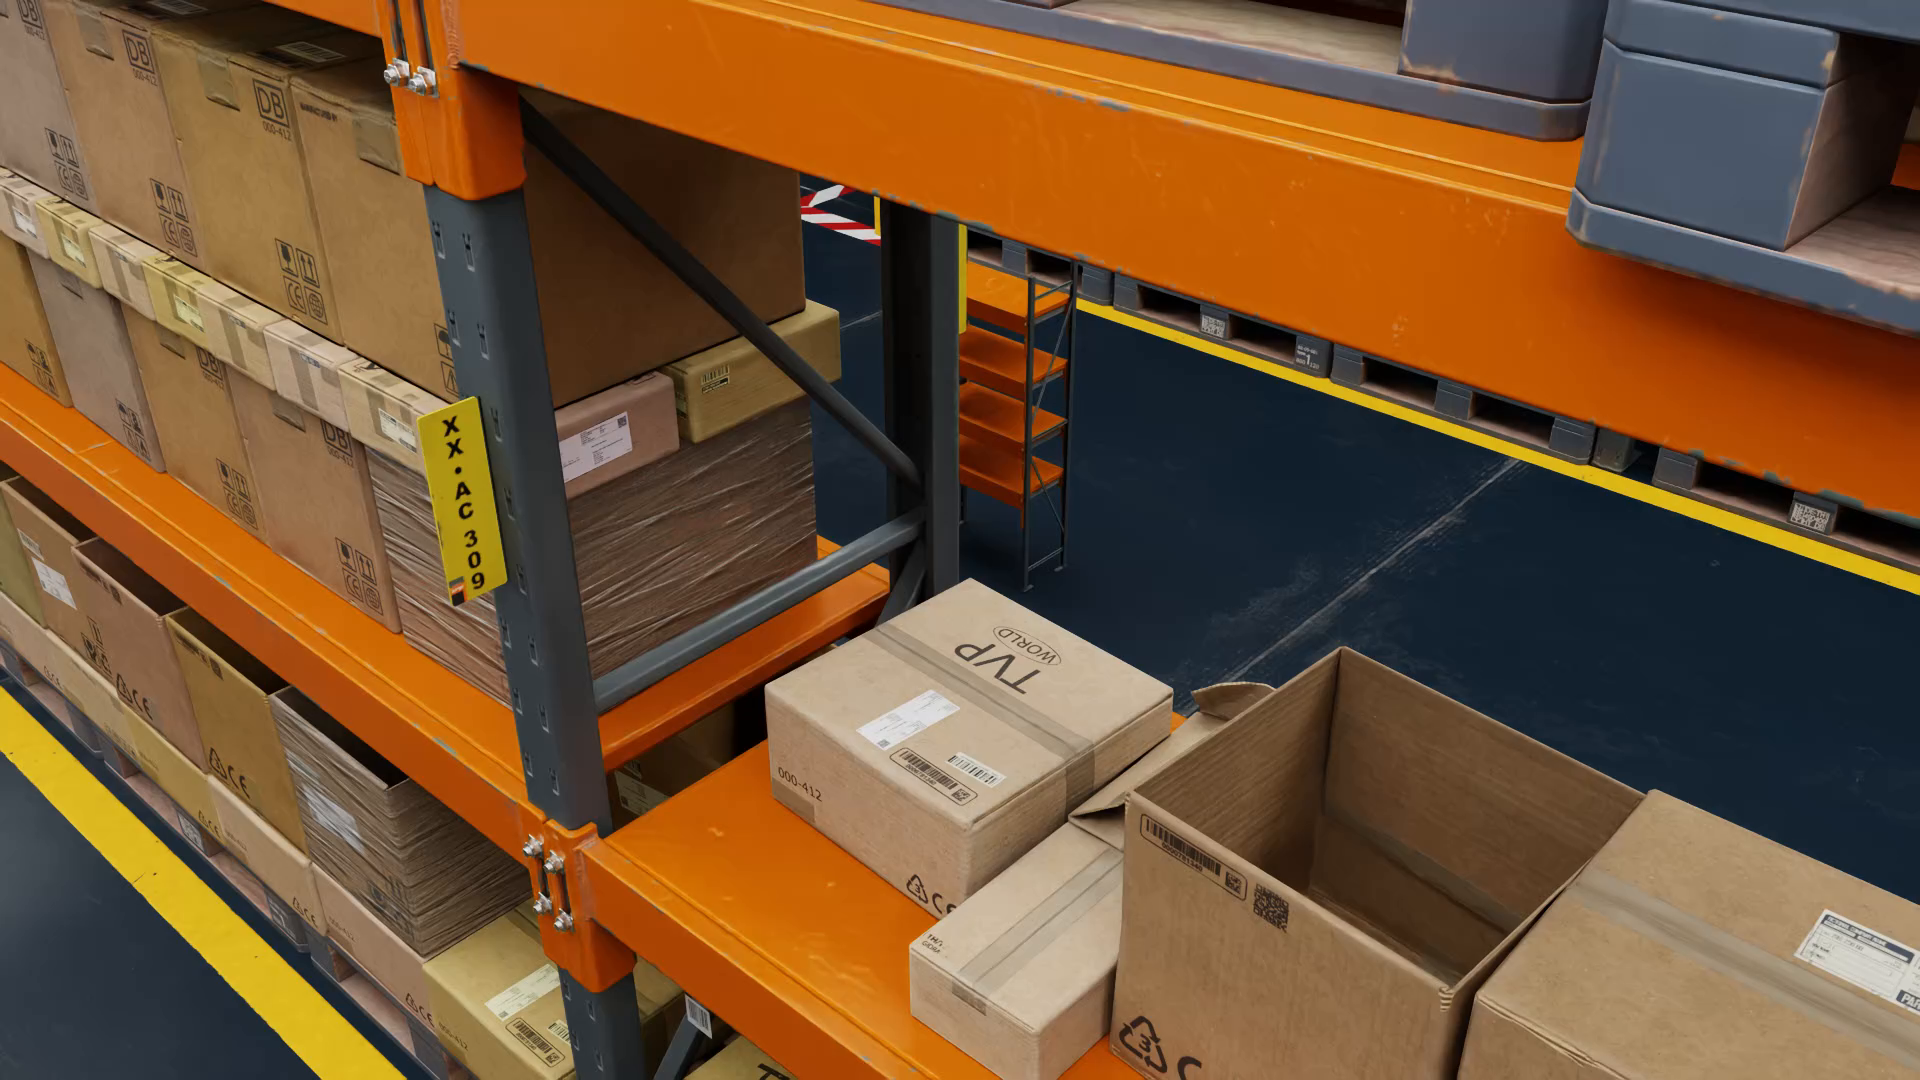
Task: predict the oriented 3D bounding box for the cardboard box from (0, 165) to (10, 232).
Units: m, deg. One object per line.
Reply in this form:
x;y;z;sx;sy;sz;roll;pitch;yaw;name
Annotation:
-2.243;-0.905;4.119;0.250;0.149;0.380;24;39;35;cardboard box

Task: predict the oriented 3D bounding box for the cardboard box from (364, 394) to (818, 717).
-0.713;-0.057;3.339;0.500;0.500;0.700;24;38;34;cardboard box

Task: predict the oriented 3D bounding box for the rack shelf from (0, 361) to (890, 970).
-1.863;-0.247;4.449;4.000;0.370;1.077;25;39;35;rack shelf

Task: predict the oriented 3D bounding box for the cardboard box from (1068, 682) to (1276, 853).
0.395;0.429;2.760;0.258;0.266;0.396;24;38;34;cardboard box

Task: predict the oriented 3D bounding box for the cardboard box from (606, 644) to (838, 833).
-0.513;0.534;3.987;0.500;0.500;0.500;25;39;35;cardboard box

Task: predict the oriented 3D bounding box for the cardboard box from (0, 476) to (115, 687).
-2.346;0.041;4.806;0.500;0.500;0.500;25;39;35;cardboard box

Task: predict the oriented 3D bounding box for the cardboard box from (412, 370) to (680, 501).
-0.725;-0.196;2.941;0.250;0.149;0.380;25;39;35;cardboard box

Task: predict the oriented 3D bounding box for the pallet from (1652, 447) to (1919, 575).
3.520;-0.295;6.535;1.213;0.211;1.003;25;39;35;pallet

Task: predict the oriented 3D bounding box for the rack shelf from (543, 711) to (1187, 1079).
1.103;1.138;2.150;4.000;0.370;1.077;25;39;35;rack shelf

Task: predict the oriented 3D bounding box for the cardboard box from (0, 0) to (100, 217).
-1.829;-1.134;3.870;0.500;0.500;0.700;25;39;35;cardboard box

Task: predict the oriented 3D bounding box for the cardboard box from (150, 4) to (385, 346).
-1.088;-0.787;3.294;0.500;0.500;0.700;25;39;35;cardboard box

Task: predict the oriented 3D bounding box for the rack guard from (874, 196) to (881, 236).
0.032;-2.046;9.163;0.348;0.500;1.175;25;39;35;rack guard

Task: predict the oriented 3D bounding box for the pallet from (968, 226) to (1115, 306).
0.611;-1.627;8.748;1.213;0.211;1.003;25;39;35;pallet

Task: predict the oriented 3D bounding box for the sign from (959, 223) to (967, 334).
-0.023;-0.536;3.186;0.005;0.325;0.100;25;39;35;sign

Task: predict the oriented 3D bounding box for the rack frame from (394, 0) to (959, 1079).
-0.380;0.137;3.114;0.127;3.000;1.000;25;39;35;rack frame

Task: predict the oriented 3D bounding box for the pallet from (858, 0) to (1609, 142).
0.283;-0.766;1.891;1.217;0.209;0.805;23;38;33;pallet

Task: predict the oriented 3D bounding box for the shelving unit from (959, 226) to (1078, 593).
0.123;-0.457;5.845;0.503;1.200;0.258;25;39;35;shelving unit

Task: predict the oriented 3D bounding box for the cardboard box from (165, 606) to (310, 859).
-1.606;0.388;4.229;0.500;0.500;0.500;25;39;35;cardboard box

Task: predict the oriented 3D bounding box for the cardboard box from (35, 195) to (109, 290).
-1.864;-0.727;3.823;0.250;0.149;0.380;27;40;37;cardboard box

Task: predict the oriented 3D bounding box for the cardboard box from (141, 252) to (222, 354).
-1.478;-0.549;3.527;0.250;0.149;0.380;25;39;35;cardboard box

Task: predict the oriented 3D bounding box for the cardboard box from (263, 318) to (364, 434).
-1.103;-0.372;3.233;0.250;0.149;0.380;24;38;34;cardboard box

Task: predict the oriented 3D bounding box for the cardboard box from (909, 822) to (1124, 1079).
0.140;0.630;2.539;0.250;0.149;0.380;25;39;35;cardboard box

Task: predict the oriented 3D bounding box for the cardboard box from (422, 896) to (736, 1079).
-0.870;1.058;3.842;0.500;0.250;0.500;25;39;35;cardboard box

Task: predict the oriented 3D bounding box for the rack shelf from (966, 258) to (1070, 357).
0.123;-0.793;5.643;0.480;0.148;0.258;25;39;35;rack shelf

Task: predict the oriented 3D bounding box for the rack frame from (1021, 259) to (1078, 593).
0.304;-0.372;5.705;0.015;1.200;0.240;25;39;35;rack frame

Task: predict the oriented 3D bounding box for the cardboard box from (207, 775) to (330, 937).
-1.615;0.714;4.414;0.500;0.250;0.500;25;39;35;cardboard box

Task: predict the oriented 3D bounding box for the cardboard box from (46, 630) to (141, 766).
-2.353;0.366;4.992;0.500;0.250;0.500;25;39;35;cardboard box

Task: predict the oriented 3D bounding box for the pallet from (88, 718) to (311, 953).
-1.850;0.618;5.018;1.213;0.211;1.003;25;39;35;pallet

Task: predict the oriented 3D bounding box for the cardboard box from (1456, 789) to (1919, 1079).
0.941;0.722;2.045;0.500;0.500;0.500;25;39;35;cardboard box

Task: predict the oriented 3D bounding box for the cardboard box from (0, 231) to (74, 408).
-2.251;-0.770;4.523;0.500;0.500;0.700;25;39;35;cardboard box

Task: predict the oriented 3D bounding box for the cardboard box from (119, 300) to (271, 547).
-1.478;-0.412;3.929;0.500;0.500;0.700;26;39;36;cardboard box

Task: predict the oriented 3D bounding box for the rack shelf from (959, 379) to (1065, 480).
0.123;-0.399;5.880;0.480;0.148;0.258;25;39;35;rack shelf
